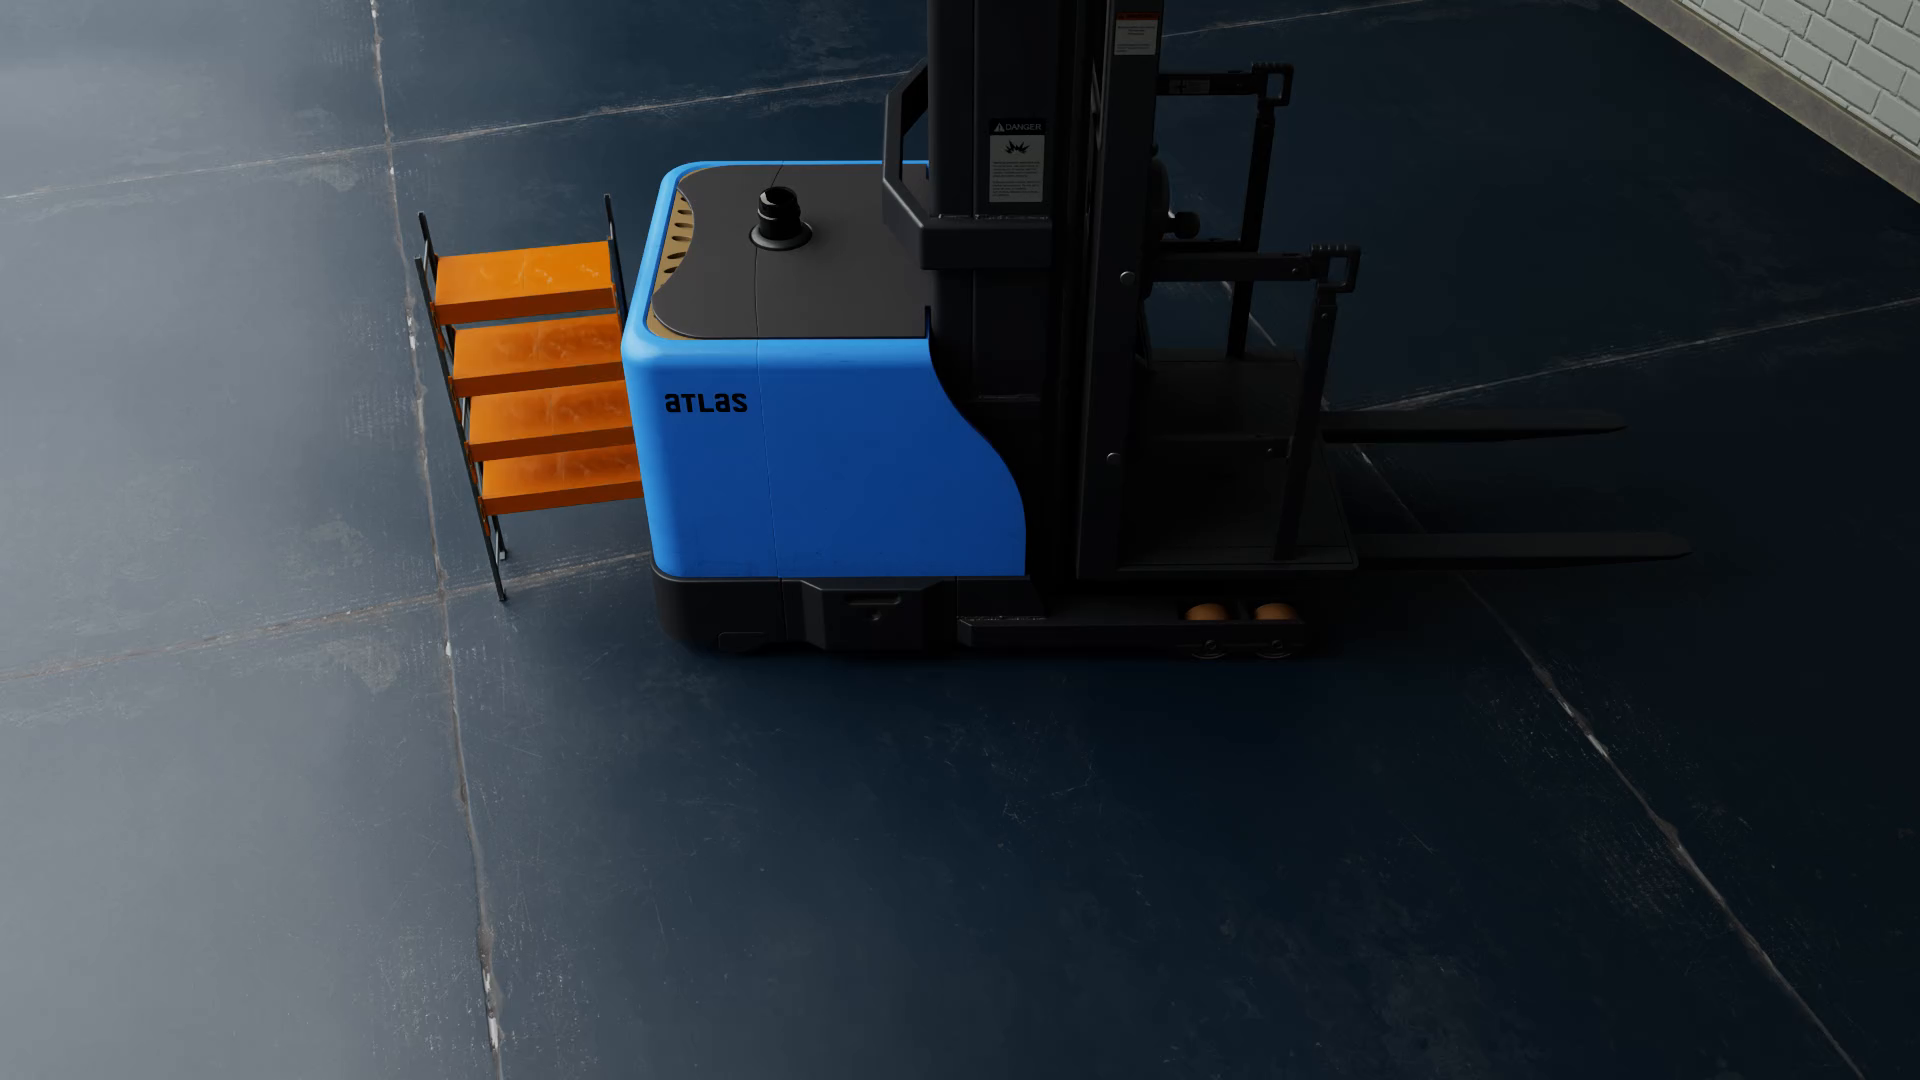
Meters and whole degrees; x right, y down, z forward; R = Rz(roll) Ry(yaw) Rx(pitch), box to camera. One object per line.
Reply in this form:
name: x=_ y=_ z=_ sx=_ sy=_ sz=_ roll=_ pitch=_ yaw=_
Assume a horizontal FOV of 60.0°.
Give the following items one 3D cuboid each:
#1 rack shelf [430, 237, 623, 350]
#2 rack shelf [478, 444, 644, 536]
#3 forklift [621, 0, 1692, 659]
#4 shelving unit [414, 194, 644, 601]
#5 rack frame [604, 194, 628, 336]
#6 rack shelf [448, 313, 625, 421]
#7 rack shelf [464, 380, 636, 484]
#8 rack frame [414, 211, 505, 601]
rack shelf: x=-1.171 y=-0.672 z=4.509 sx=0.480 sy=0.148 sz=0.258 roll=-7 pitch=42 yaw=-8
rack shelf: x=-1.171 y=-0.175 z=4.943 sx=0.480 sy=0.148 sz=0.258 roll=-7 pitch=42 yaw=-8
forklift: x=0.630 y=-1.108 z=4.291 sx=3.031 sy=2.935 sz=1.130 roll=0 pitch=41 yaw=0
shelving unit: x=-1.171 y=-0.376 z=4.768 sx=0.503 sy=1.200 sz=0.258 roll=-7 pitch=42 yaw=-8
rack frame: x=-0.932 y=-0.406 z=4.803 sx=0.015 sy=1.200 sz=0.240 roll=-7 pitch=42 yaw=-8
rack shelf: x=-1.171 y=-0.493 z=4.665 sx=0.480 sy=0.148 sz=0.258 roll=-7 pitch=42 yaw=-8
rack shelf: x=-1.171 y=-0.325 z=4.812 sx=0.480 sy=0.148 sz=0.258 roll=-7 pitch=42 yaw=-8
rack frame: x=-1.411 y=-0.345 z=4.733 sx=0.015 sy=1.200 sz=0.240 roll=-7 pitch=42 yaw=-8
